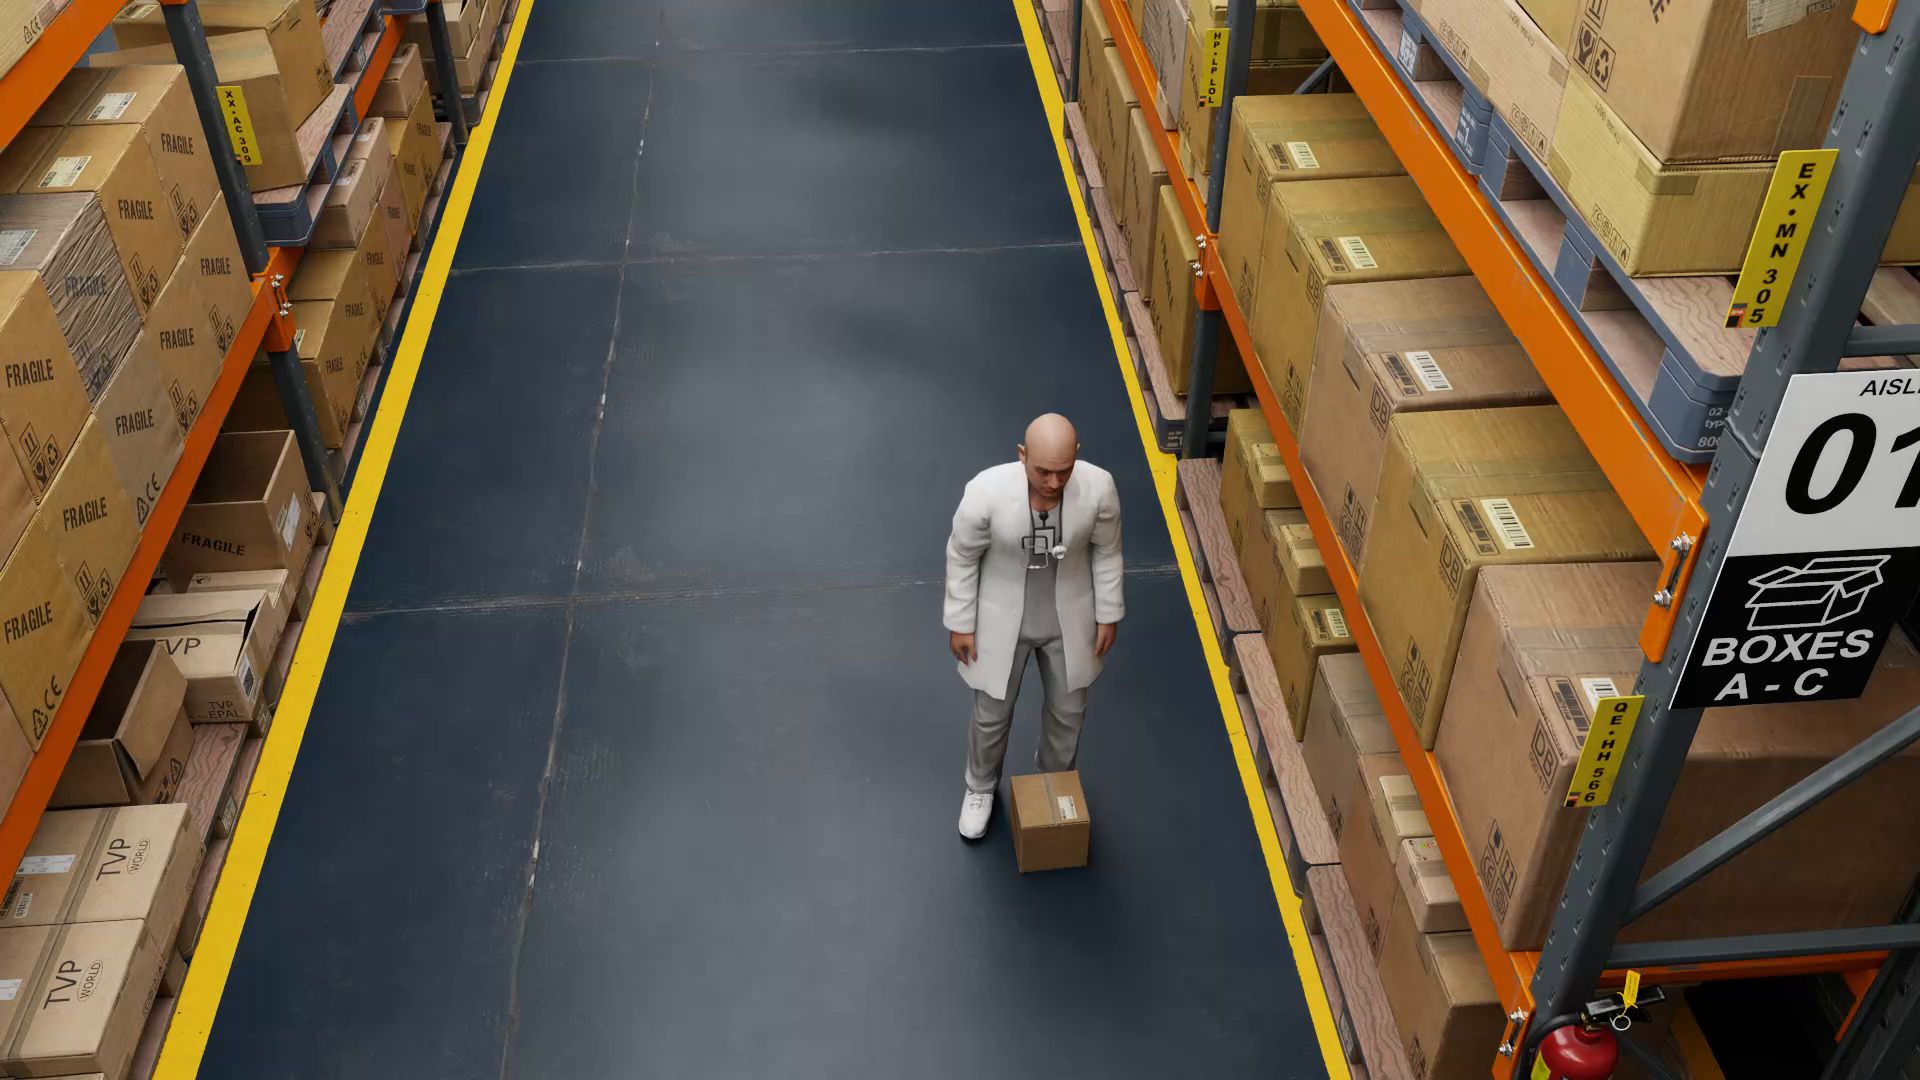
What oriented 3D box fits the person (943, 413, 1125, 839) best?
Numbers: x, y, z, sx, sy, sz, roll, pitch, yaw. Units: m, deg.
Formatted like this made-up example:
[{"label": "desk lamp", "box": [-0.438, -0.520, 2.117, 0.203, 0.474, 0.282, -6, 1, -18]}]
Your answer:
[{"label": "person", "box": [0.259, 0.288, 5.806, 0.640, 1.773, 0.429, -4, 39, -5]}]
